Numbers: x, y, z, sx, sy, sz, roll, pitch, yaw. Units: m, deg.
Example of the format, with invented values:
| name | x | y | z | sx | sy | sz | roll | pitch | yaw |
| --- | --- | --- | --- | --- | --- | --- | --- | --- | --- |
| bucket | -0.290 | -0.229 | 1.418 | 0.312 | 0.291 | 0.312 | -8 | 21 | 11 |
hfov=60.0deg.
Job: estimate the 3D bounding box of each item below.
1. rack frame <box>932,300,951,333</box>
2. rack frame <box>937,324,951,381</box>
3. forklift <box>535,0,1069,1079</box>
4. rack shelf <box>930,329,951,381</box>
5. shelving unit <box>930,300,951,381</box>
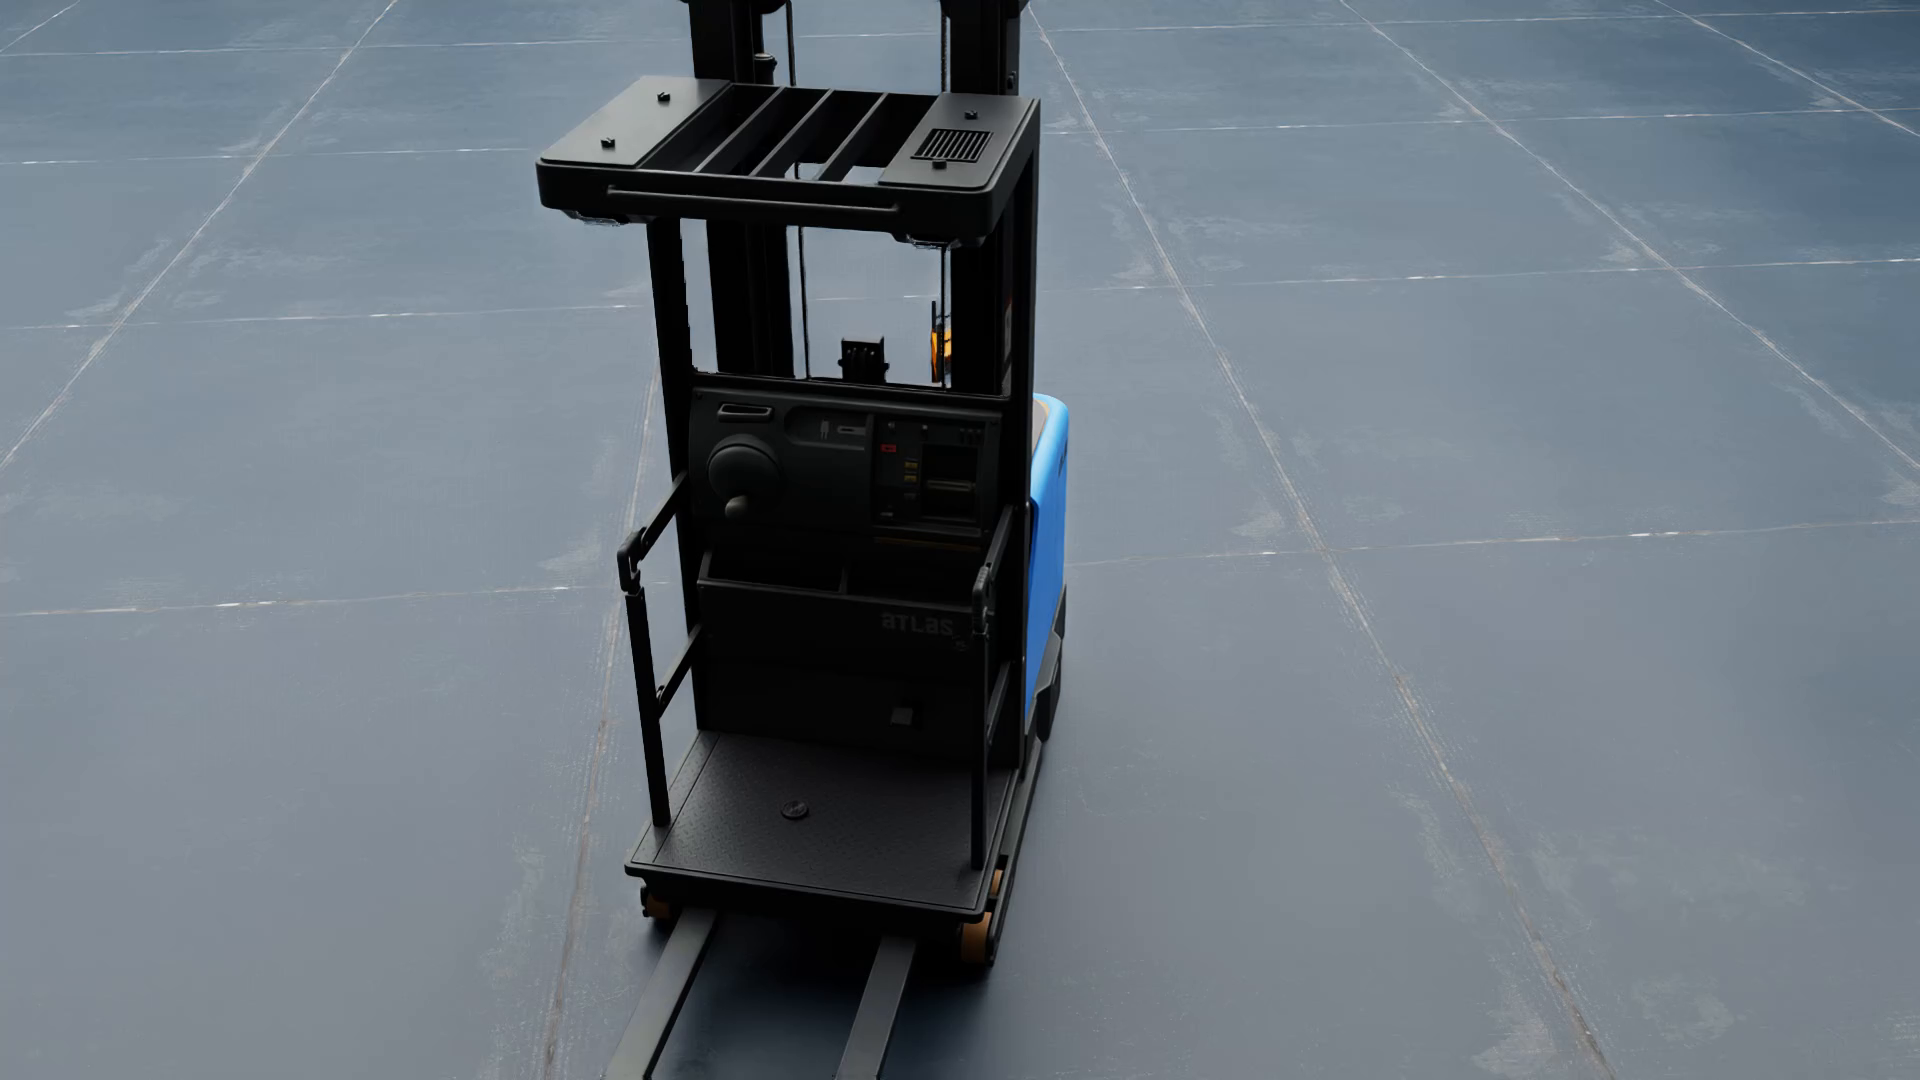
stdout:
| name | x | y | z | sx | sy | sz | roll | pitch | yaw |
| --- | --- | --- | --- | --- | --- | --- | --- | --- | --- |
| rack frame | -0.016 | -0.540 | 7.131 | 0.200 | 1.050 | 0.008 | -3 | 31 | -5 |
| rack frame | 0.006 | -0.416 | 6.922 | 0.200 | 1.050 | 0.008 | -3 | 31 | -5 |
| forklift | -0.380 | -0.170 | 4.677 | 1.130 | 2.935 | 3.031 | 6 | 31 | 10 |
| rack shelf | -0.005 | -0.713 | 6.886 | 0.215 | 0.259 | 0.240 | -3 | 31 | -5 |
| shelving unit | -0.005 | -0.478 | 7.027 | 0.215 | 1.050 | 0.252 | -3 | 31 | -5 |
